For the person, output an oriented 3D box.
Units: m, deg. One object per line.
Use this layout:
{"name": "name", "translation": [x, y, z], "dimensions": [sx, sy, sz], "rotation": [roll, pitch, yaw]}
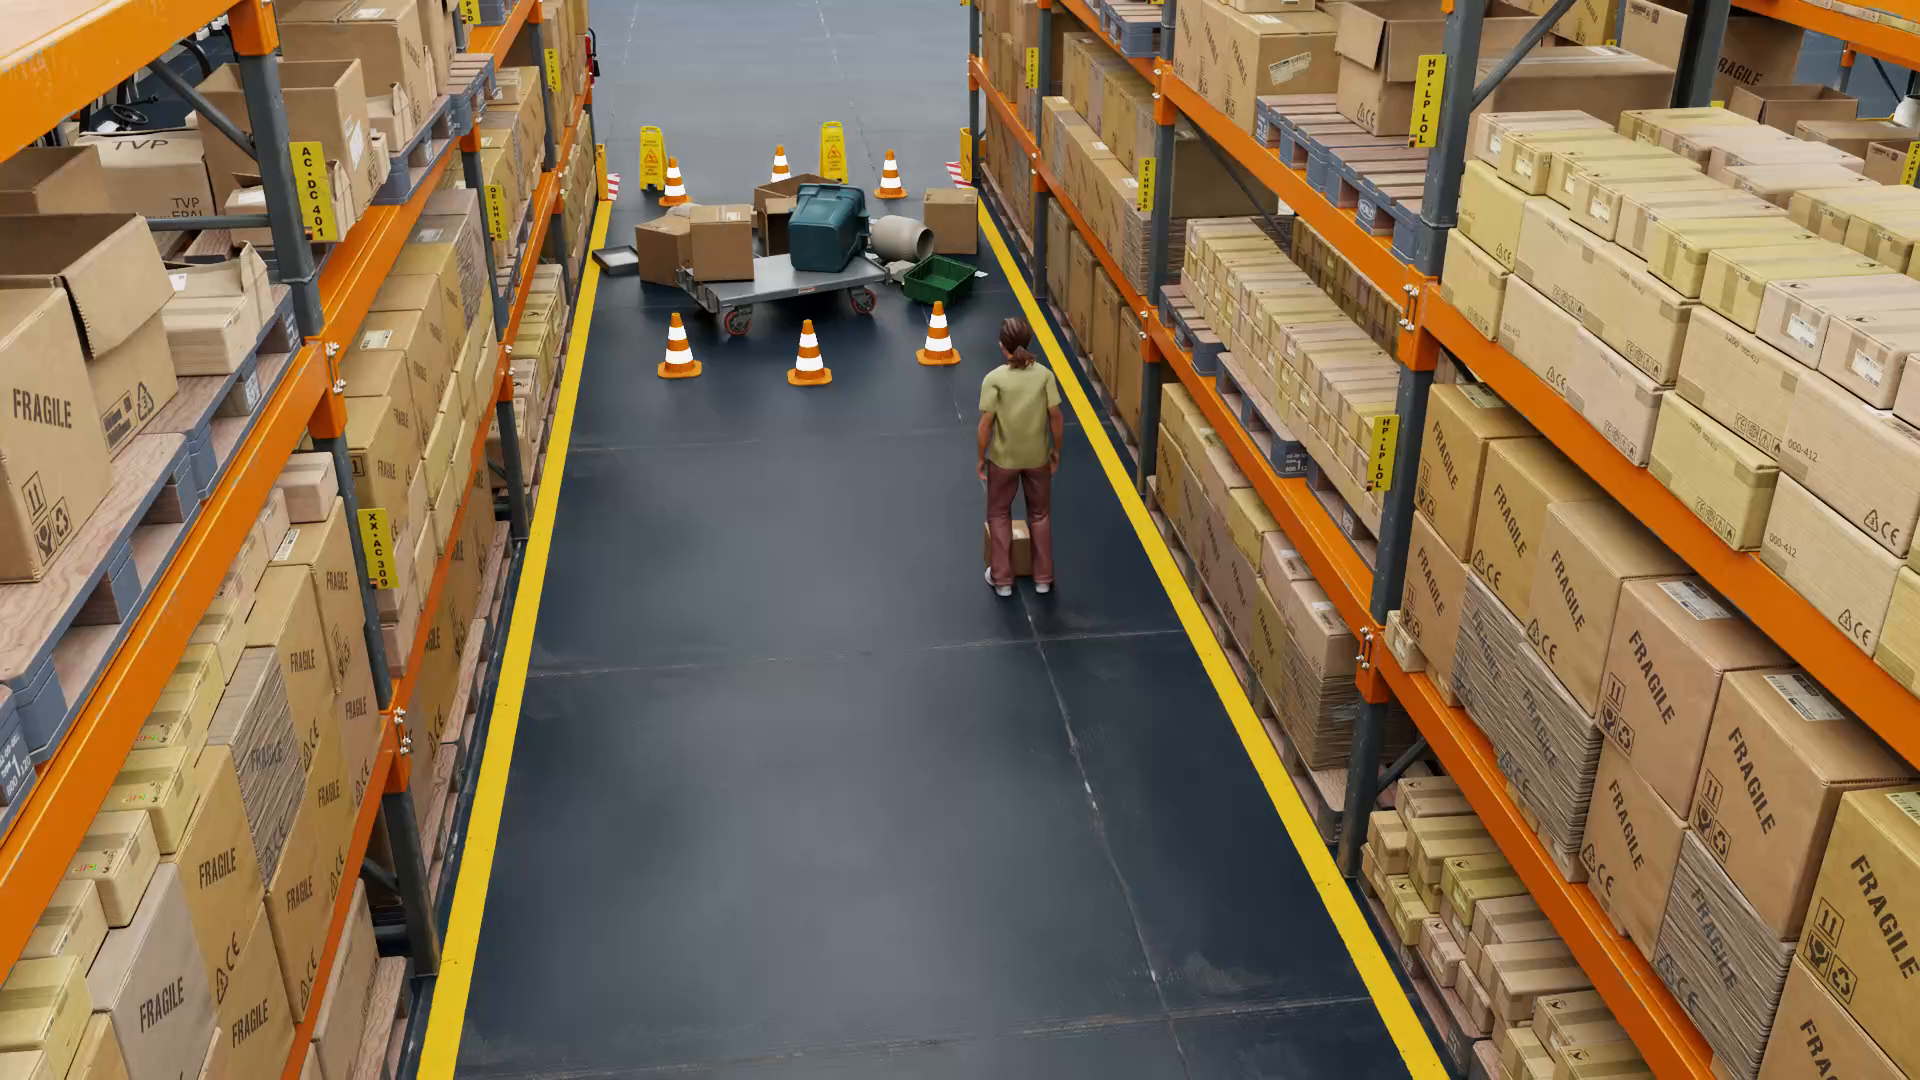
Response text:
{"name": "person", "translation": [0.333, -0.467, 9.527], "dimensions": [0.502, 1.671, 0.362], "rotation": [-5, 28, -9]}
